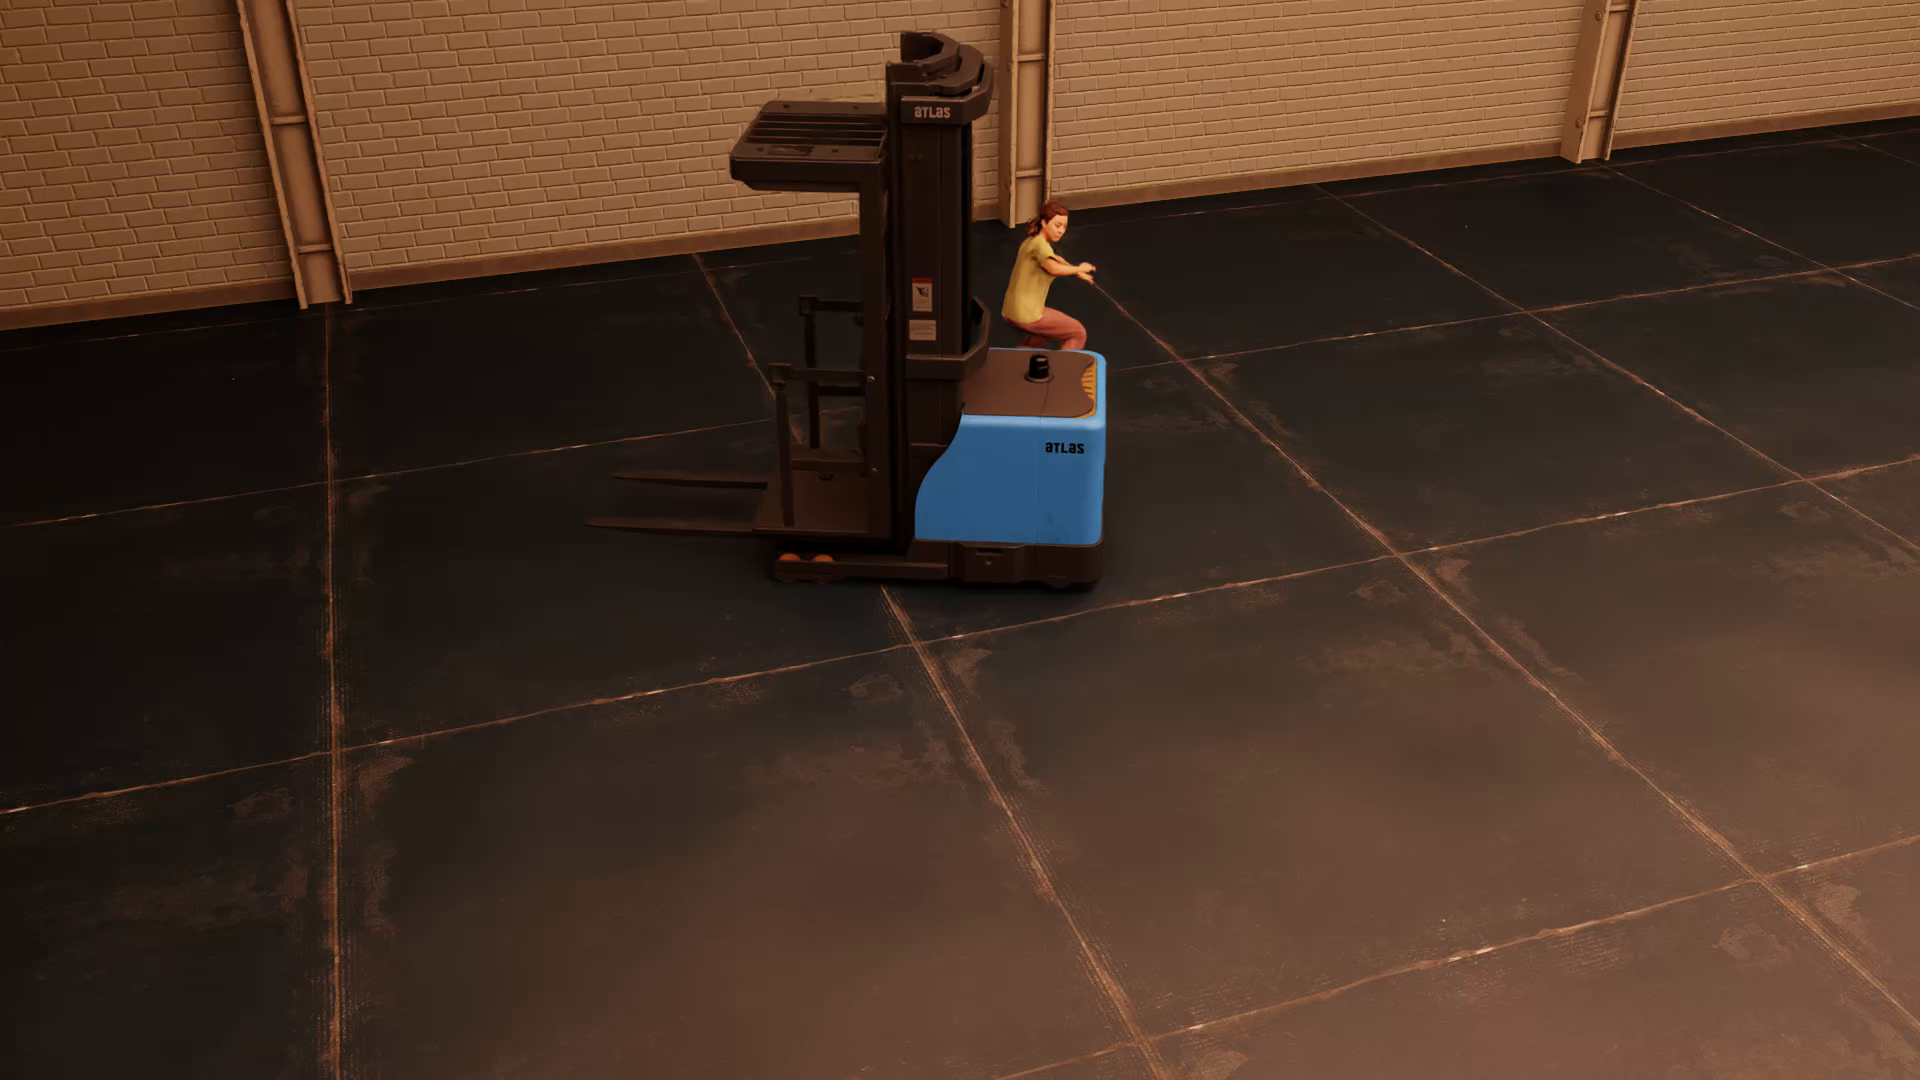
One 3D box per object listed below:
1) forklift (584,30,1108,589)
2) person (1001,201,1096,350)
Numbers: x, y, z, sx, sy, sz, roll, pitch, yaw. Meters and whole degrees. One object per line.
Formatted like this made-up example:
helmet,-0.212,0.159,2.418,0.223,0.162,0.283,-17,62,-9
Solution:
forklift,-0.669,-1.277,9.307,3.031,2.935,1.130,2,30,4
person,0.688,-1.640,11.493,0.830,1.398,0.708,-13,32,-21
